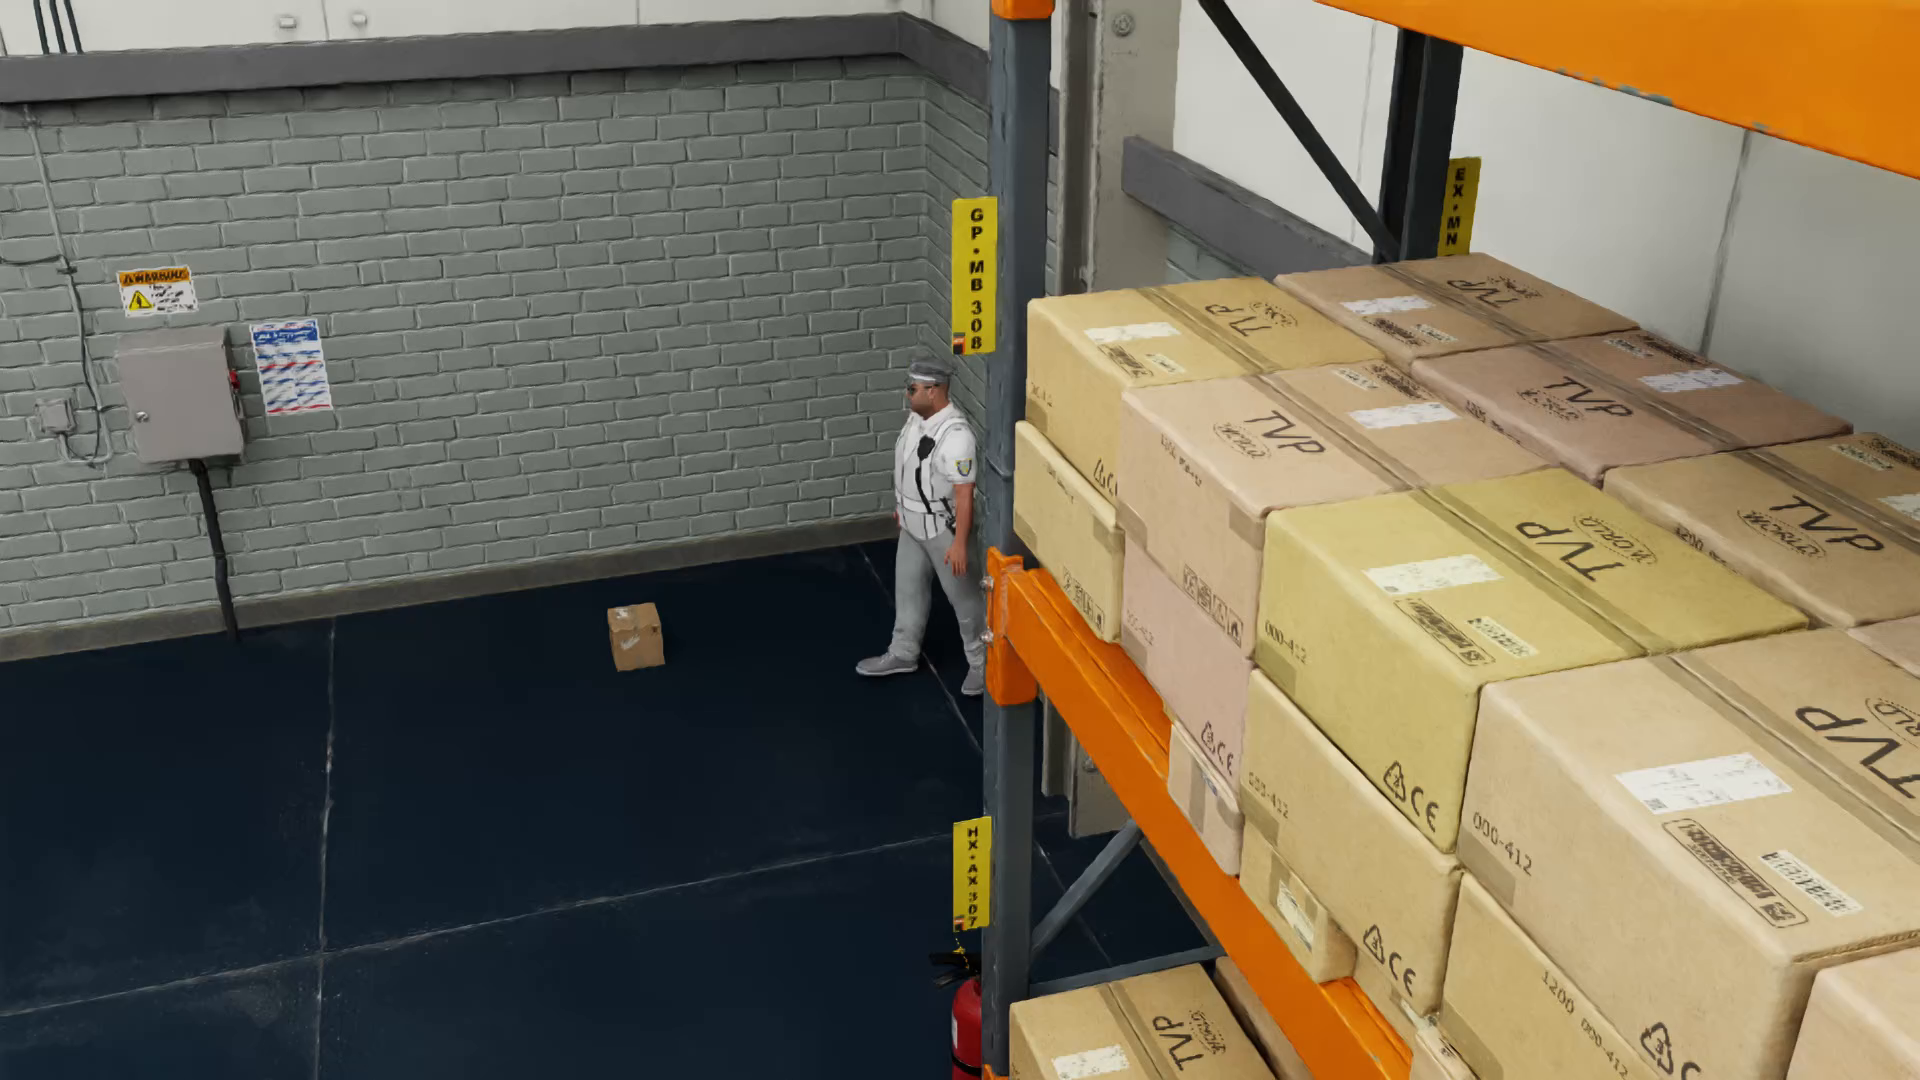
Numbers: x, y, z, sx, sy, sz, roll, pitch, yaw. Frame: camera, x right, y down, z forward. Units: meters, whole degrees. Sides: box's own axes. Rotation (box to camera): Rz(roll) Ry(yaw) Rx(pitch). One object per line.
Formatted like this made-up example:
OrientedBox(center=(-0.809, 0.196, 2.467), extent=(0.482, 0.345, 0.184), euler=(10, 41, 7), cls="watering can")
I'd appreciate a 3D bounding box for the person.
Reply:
OrientedBox(center=(-0.173, -0.085, 8.241), extent=(0.633, 1.744, 0.672), euler=(-15, 30, -28), cls="person")
